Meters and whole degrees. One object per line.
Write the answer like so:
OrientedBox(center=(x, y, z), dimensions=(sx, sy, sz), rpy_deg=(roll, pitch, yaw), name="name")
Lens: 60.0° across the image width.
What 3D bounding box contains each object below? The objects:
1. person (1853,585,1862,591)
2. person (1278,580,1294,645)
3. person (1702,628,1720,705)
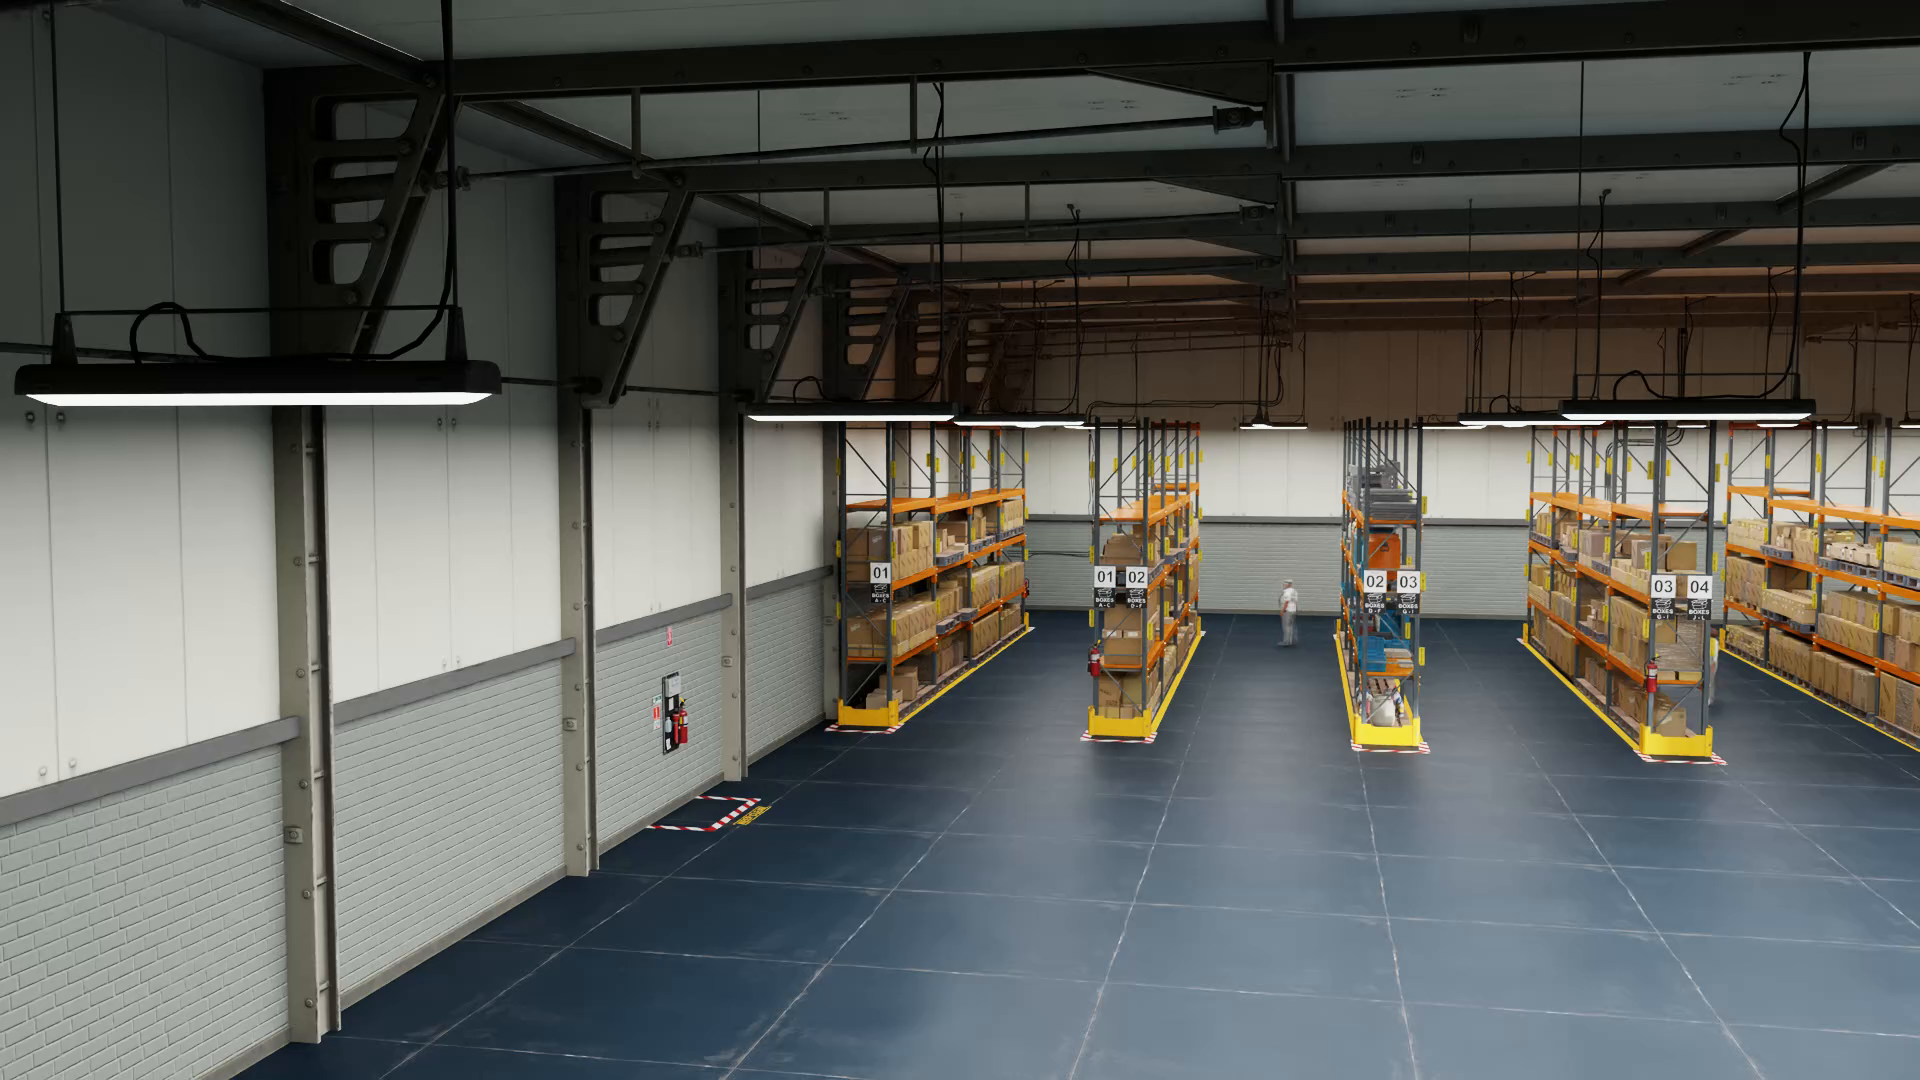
OrientedBox(center=(25.153, 1.836, 46.521), dimensions=(1.028, 1.747, 0.593), rpy_deg=(-1, 4, -15), name="person")
OrientedBox(center=(8.757, 1.943, 44.632), dimensions=(0.430, 1.766, 0.547), rpy_deg=(2, 4, 22), name="person")
OrientedBox(center=(15.830, 2.656, 35.127), dimensions=(0.487, 1.619, 0.428), rpy_deg=(-2, 4, -23), name="person")
